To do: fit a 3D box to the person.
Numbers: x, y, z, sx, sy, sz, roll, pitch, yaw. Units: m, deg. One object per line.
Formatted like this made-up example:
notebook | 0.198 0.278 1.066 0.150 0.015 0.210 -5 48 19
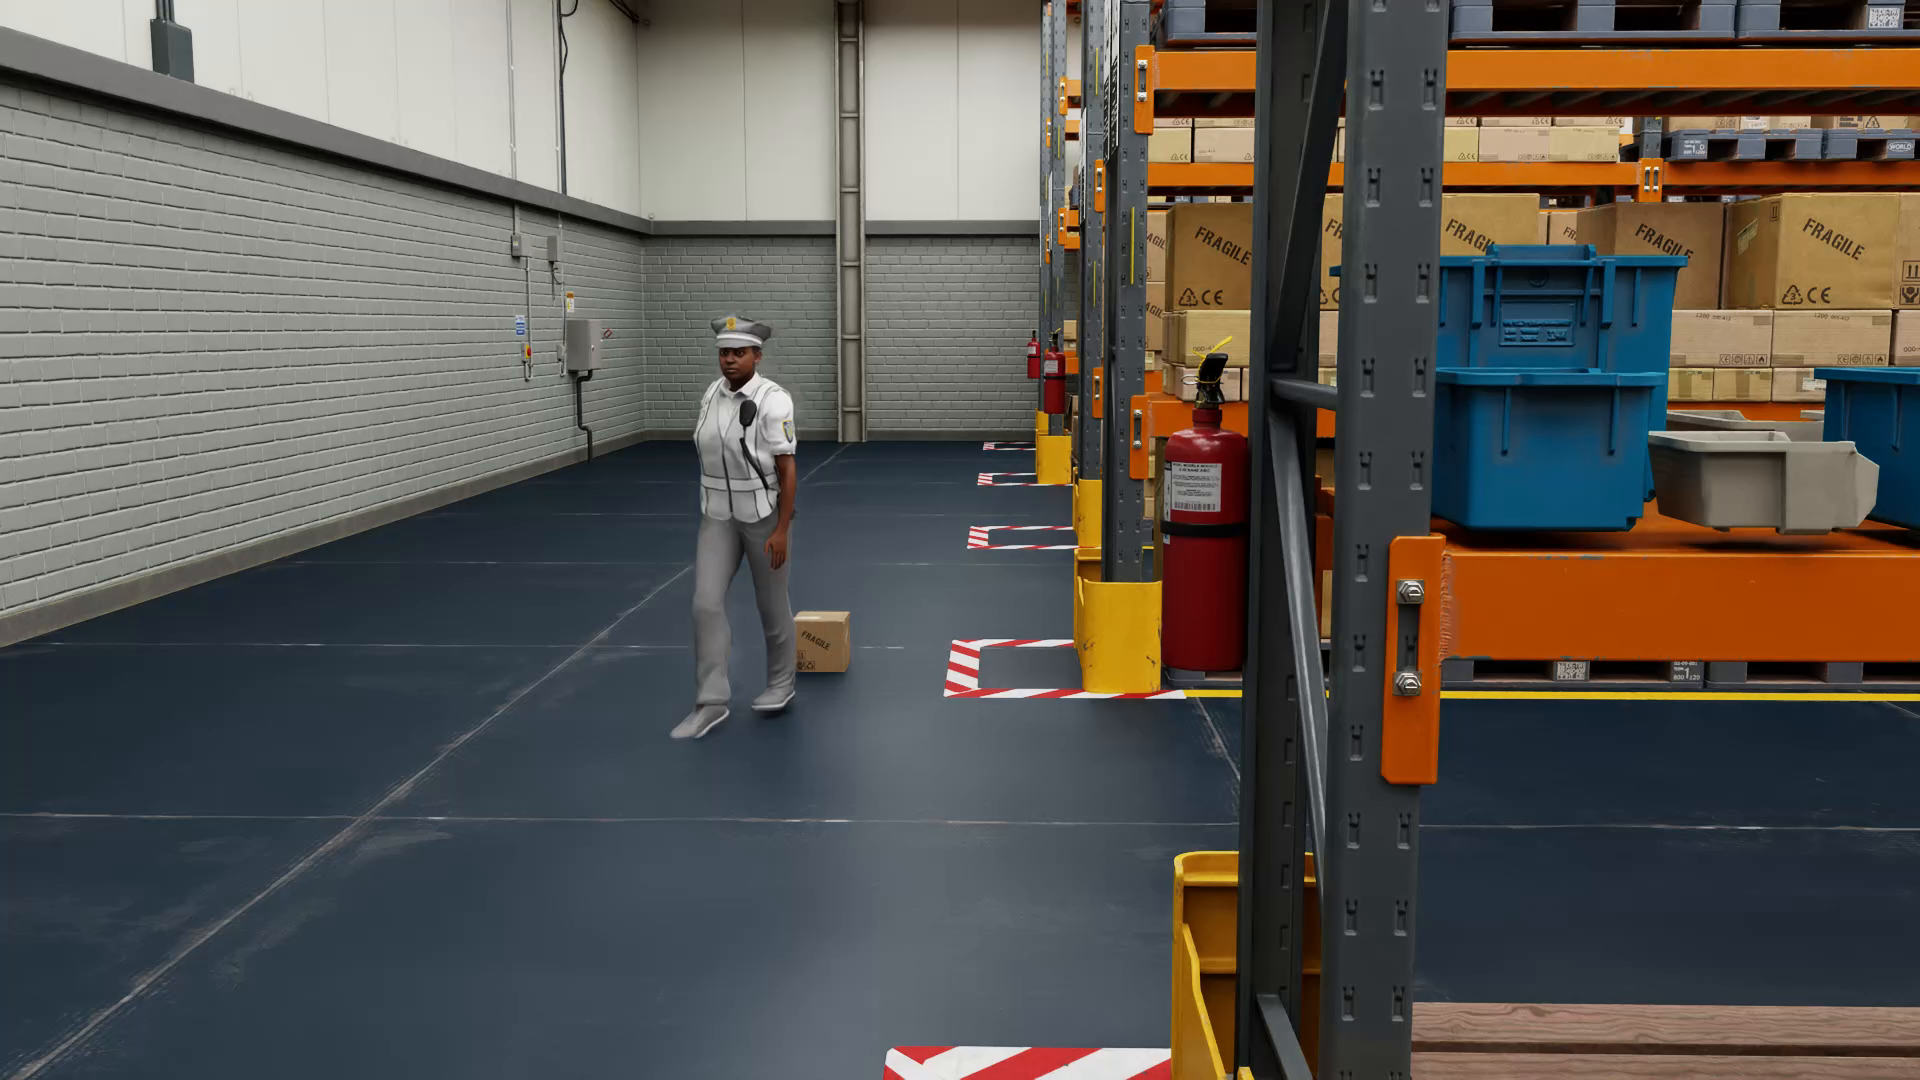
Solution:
person | -0.861 -0.058 6.761 0.476 1.701 0.697 2 8 19
